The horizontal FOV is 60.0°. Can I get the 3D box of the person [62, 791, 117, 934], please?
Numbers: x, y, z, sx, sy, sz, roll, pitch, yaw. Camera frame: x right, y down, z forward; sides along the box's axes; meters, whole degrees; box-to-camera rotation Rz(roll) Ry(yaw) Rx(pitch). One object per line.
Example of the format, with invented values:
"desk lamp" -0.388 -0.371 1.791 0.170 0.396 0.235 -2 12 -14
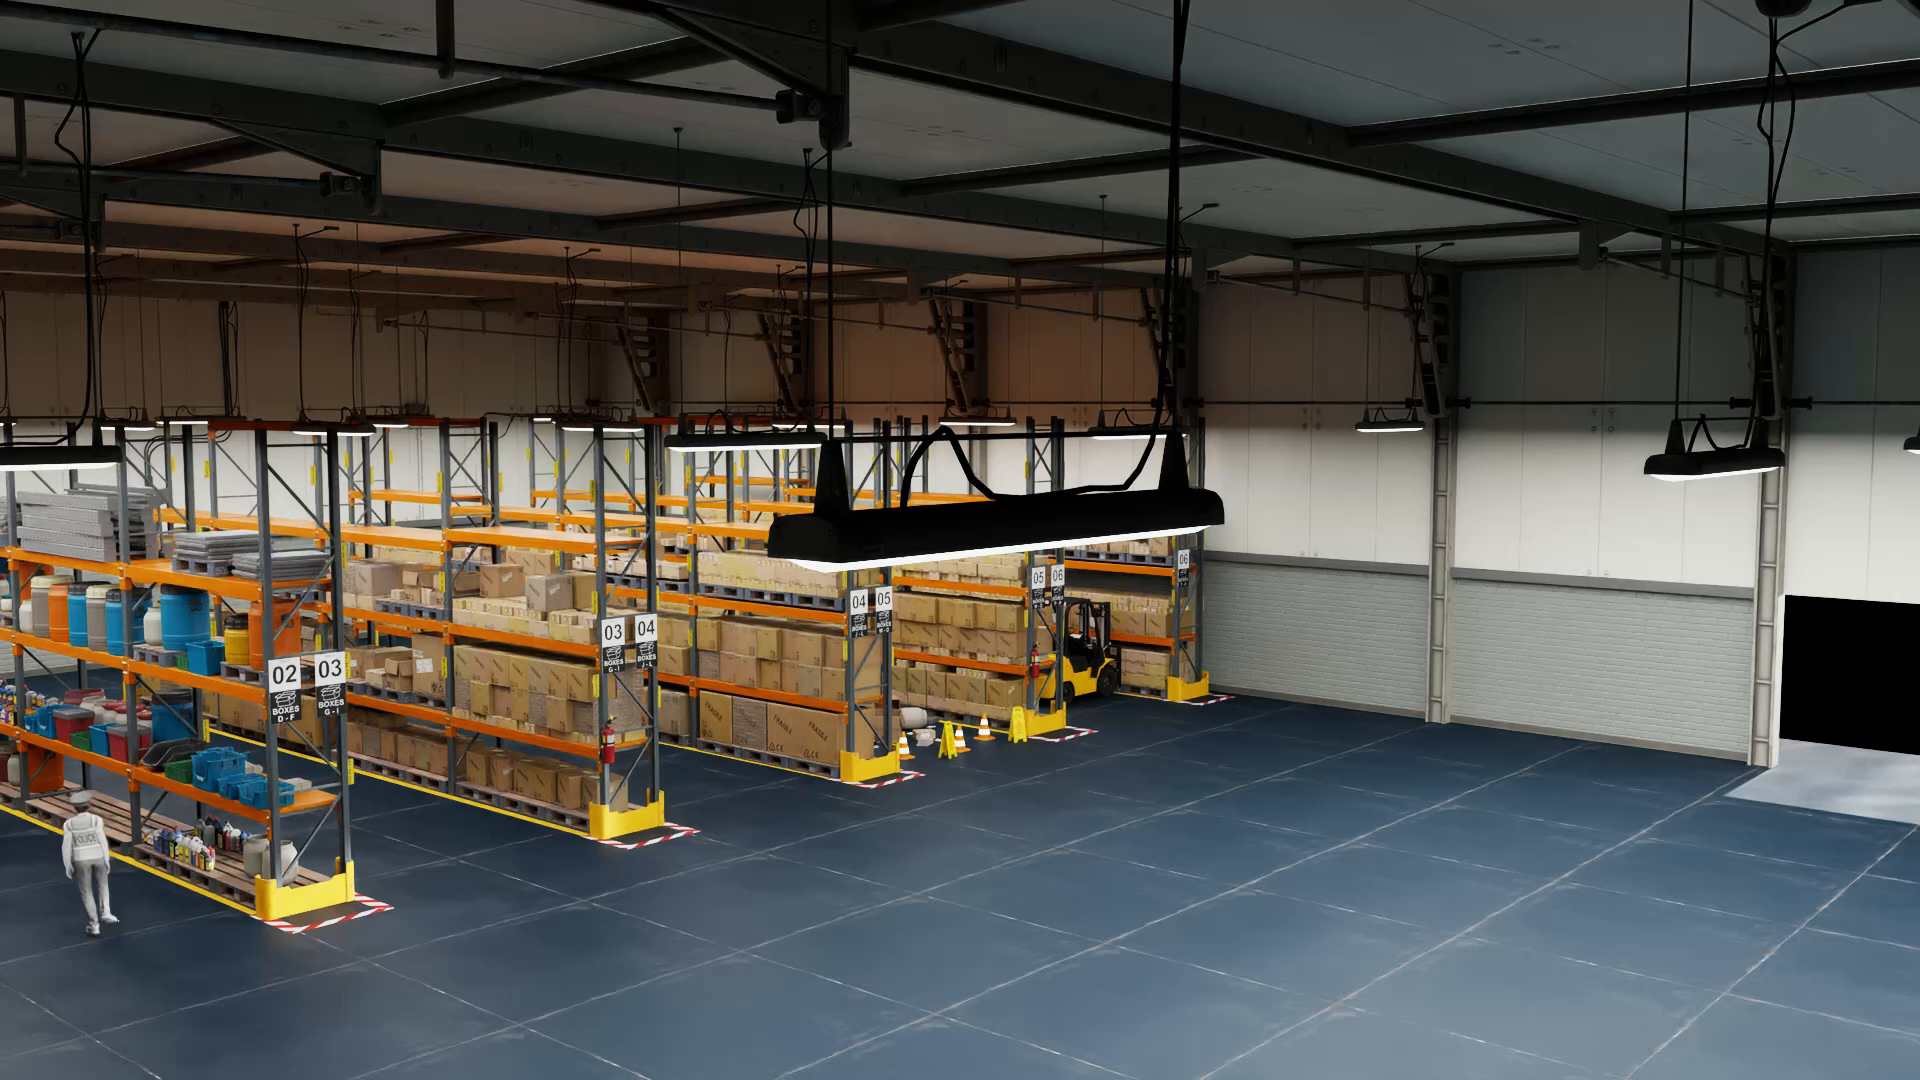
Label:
"person" -10.376 3.843 19.803 0.527 1.672 0.492 -4 6 -39
